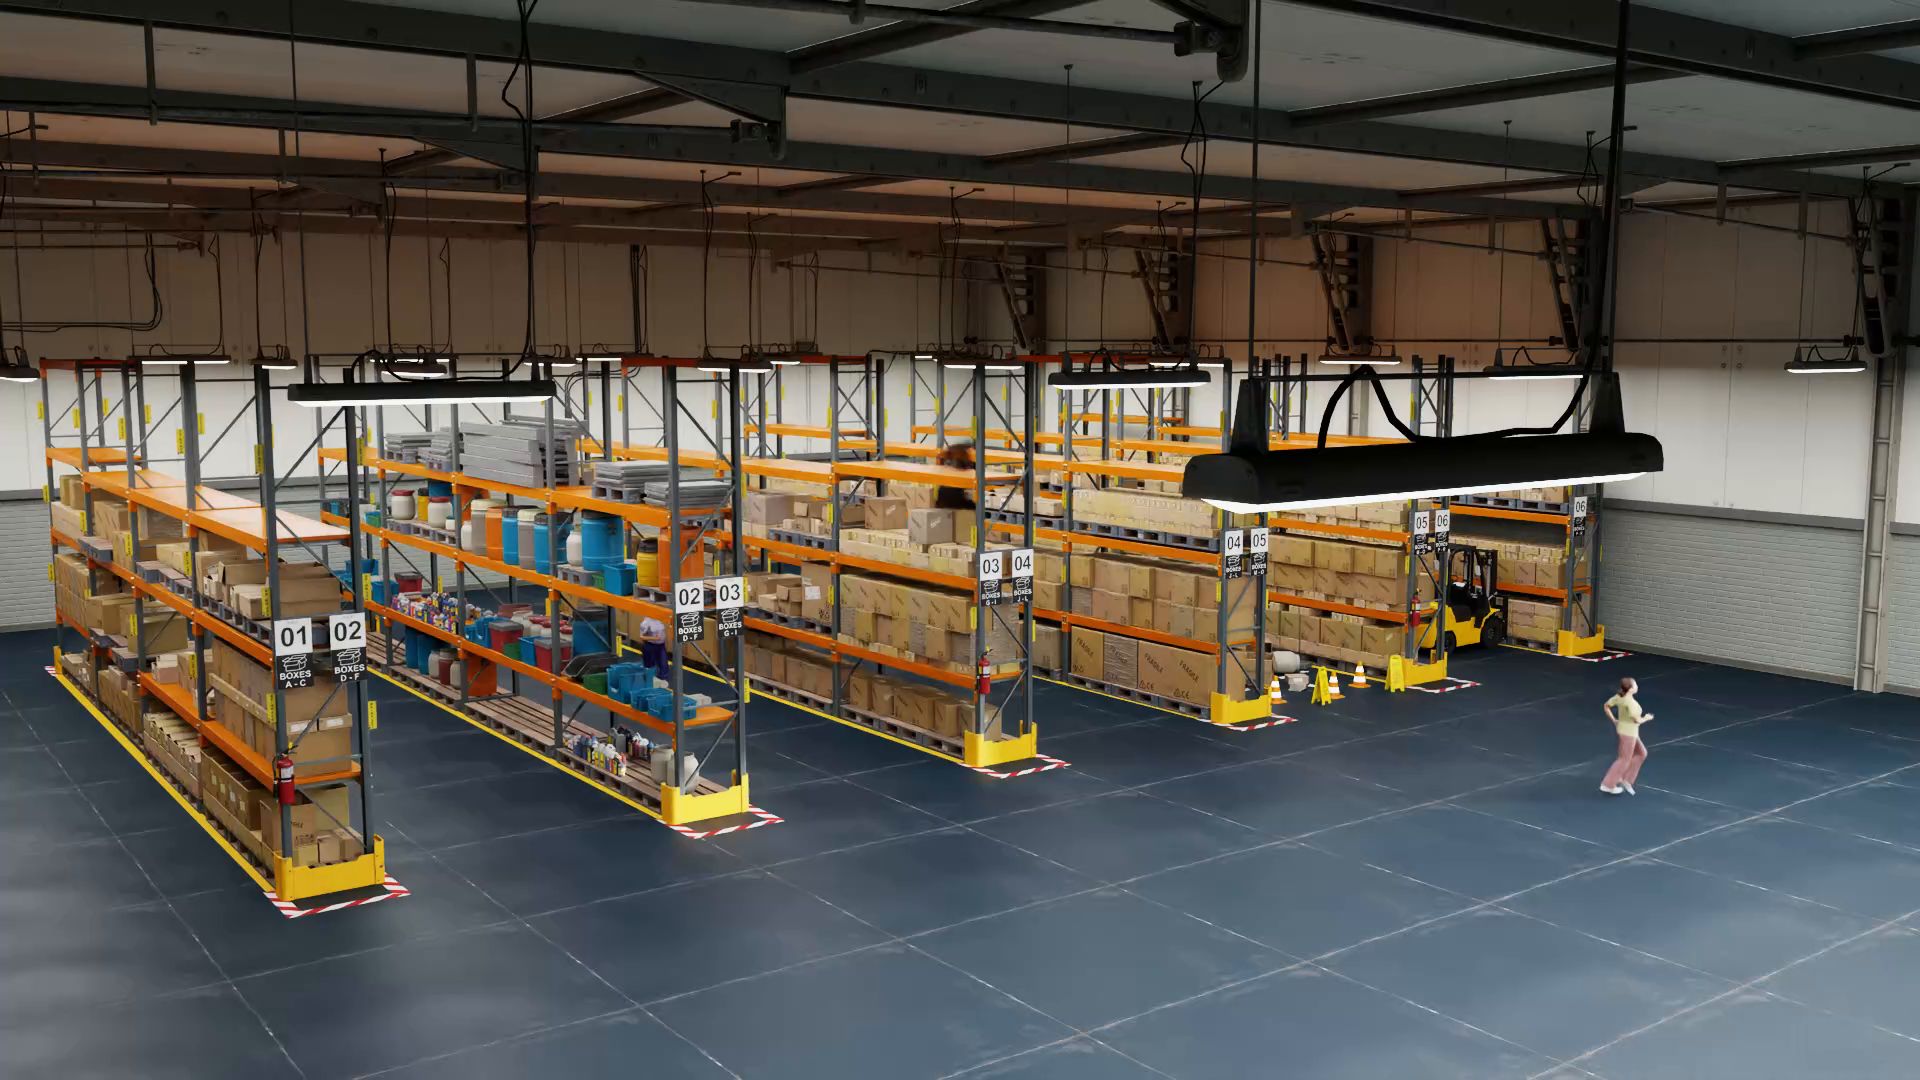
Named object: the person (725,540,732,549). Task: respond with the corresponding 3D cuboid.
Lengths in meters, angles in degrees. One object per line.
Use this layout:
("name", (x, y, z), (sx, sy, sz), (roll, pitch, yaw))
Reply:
("person", (-5.724, 0.592, 40.988), (0.648, 1.675, 0.566), (4, 8, 27))

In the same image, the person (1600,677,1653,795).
("person", (9.268, 2.737, 23.105), (0.693, 1.693, 0.545), (0, 7, 4))

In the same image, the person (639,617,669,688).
("person", (-5.439, 1.960, 29.550), (0.924, 1.648, 0.606), (6, 9, 41))
